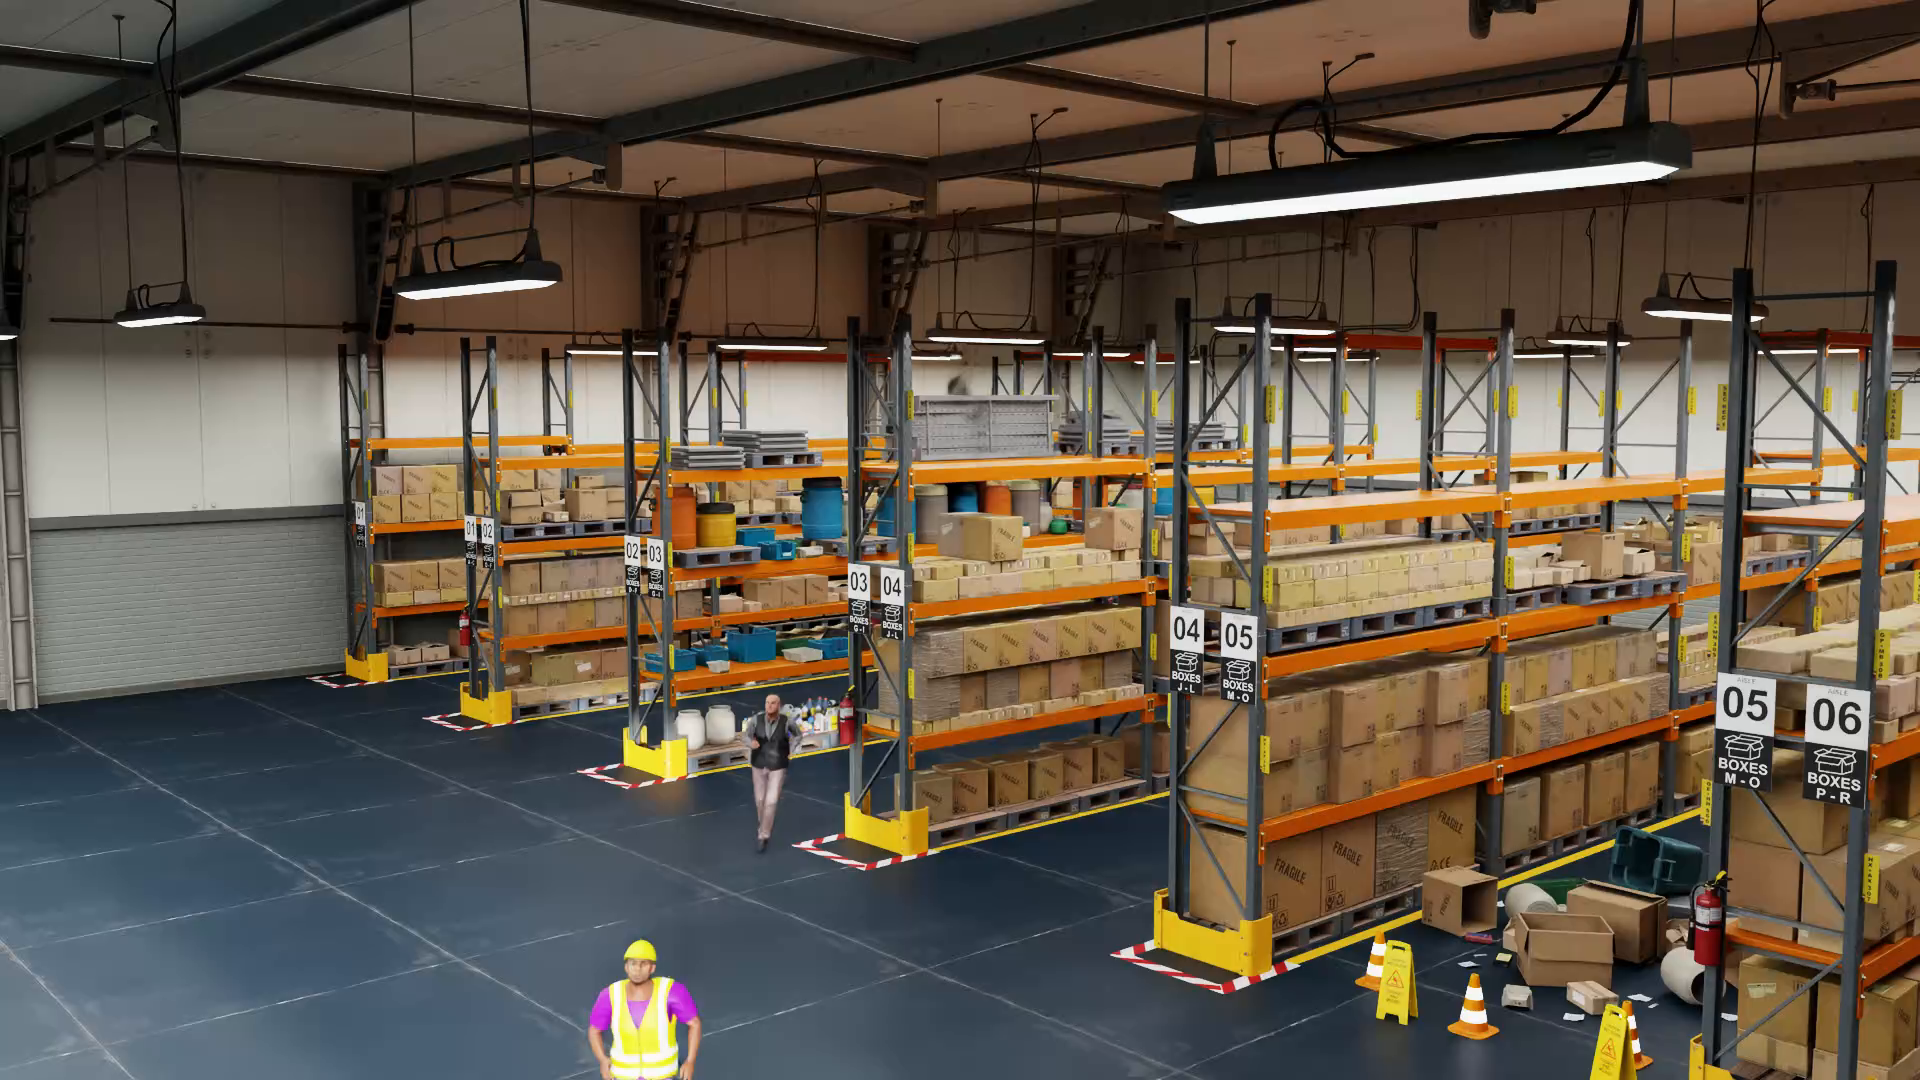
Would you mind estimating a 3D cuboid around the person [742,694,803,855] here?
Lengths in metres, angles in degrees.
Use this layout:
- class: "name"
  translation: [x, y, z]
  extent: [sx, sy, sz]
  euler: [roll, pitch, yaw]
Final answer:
- class: "person"
  translation: [-2.146, 2.616, 18.905]
  extent: [0.664, 1.756, 0.851]
  euler: [1, 5, 8]

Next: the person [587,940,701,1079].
- class: "person"
  translation: [-2.013, 3.374, 10.604]
  extent: [0.720, 1.706, 0.661]
  euler: [-1, 5, -6]
